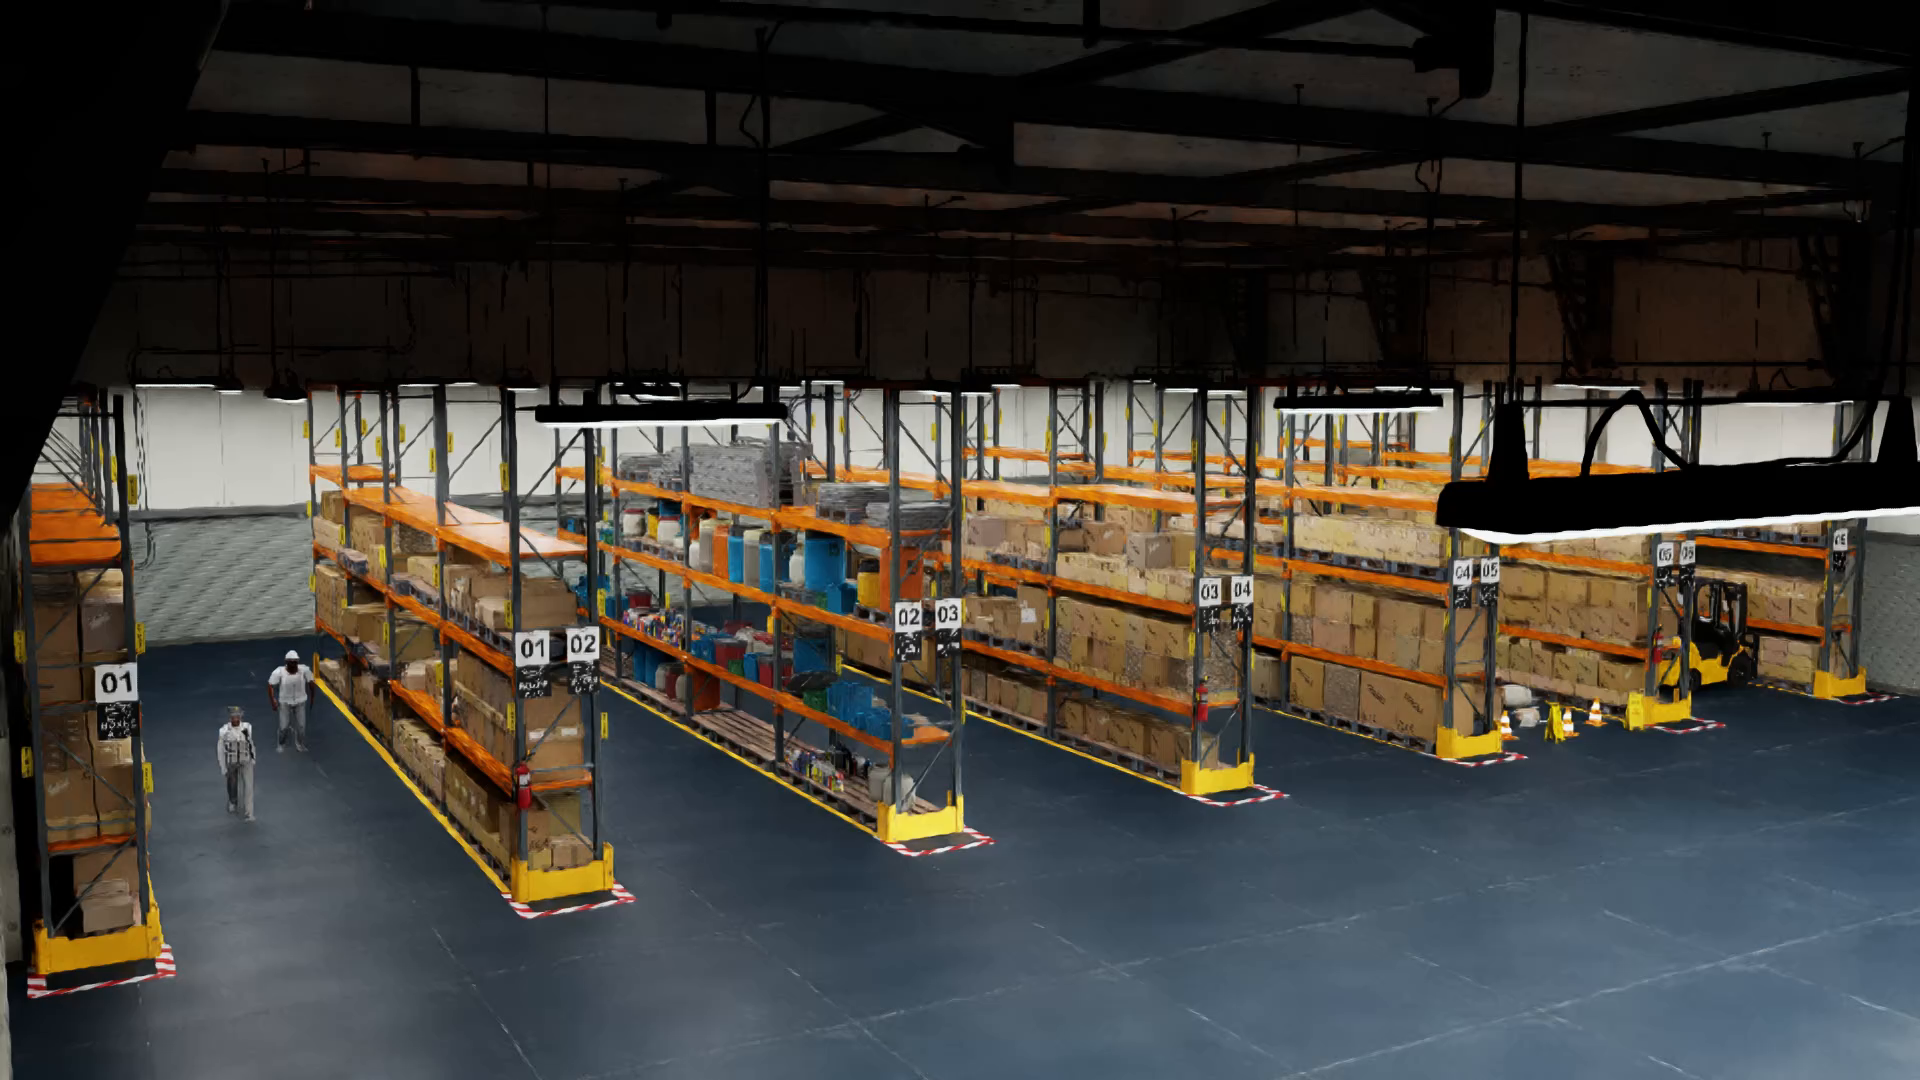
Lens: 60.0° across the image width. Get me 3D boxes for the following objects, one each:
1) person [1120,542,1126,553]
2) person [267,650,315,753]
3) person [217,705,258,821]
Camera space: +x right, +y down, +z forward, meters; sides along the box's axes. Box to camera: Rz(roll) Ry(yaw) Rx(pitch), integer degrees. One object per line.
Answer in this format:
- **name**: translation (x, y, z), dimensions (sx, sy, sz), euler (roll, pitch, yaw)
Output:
- **person**: translation (4.371, 0.611, 45.469), dimensions (0.690, 1.652, 0.471), euler (3, 7, 30)
- **person**: translation (-10.836, 2.621, 26.978), dimensions (0.719, 1.714, 0.578), euler (-3, 7, -30)
- **person**: translation (-10.051, 3.067, 23.114), dimensions (0.495, 1.589, 1.086), euler (-3, 7, -26)
